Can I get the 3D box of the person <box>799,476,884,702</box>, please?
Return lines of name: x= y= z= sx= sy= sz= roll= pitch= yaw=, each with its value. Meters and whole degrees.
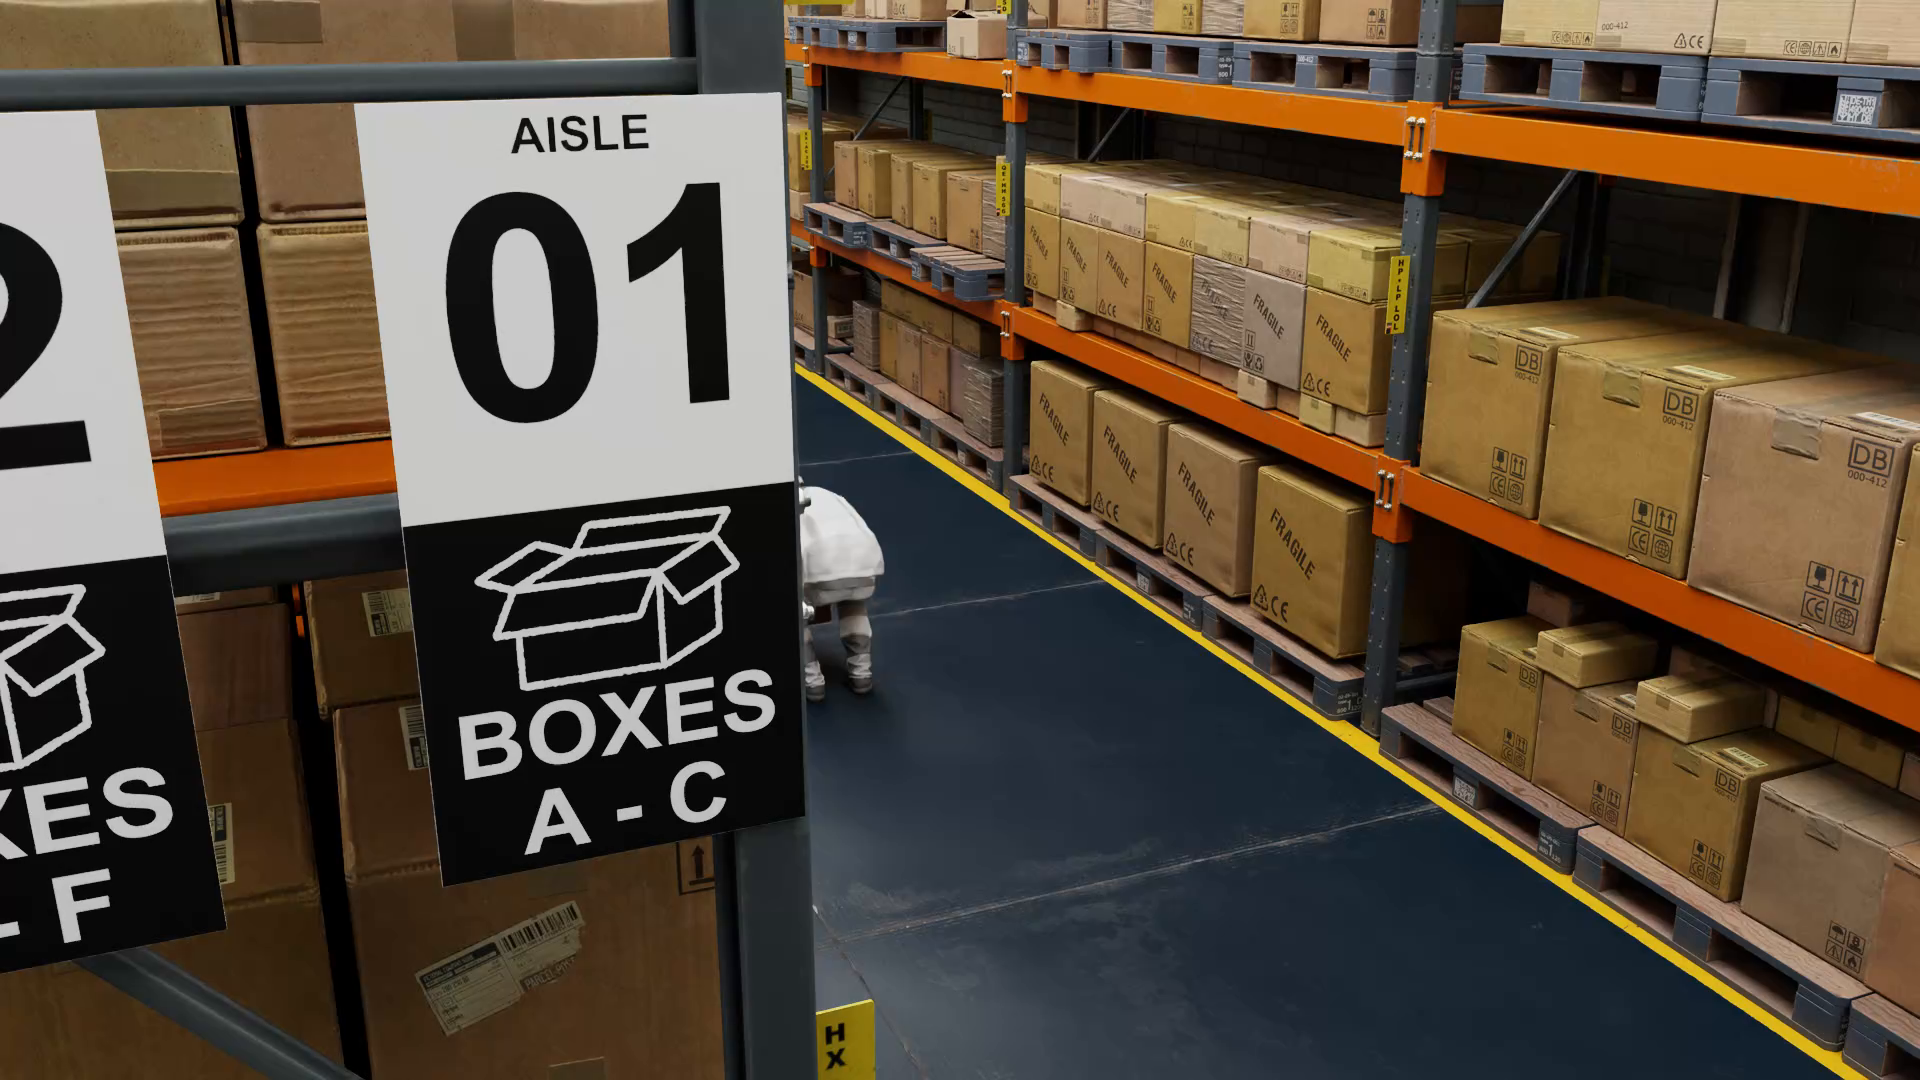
person: x=-0.701 y=0.217 z=8.141 sx=0.536 sy=0.985 sz=0.946 roll=-9 pitch=21 yaw=-24
